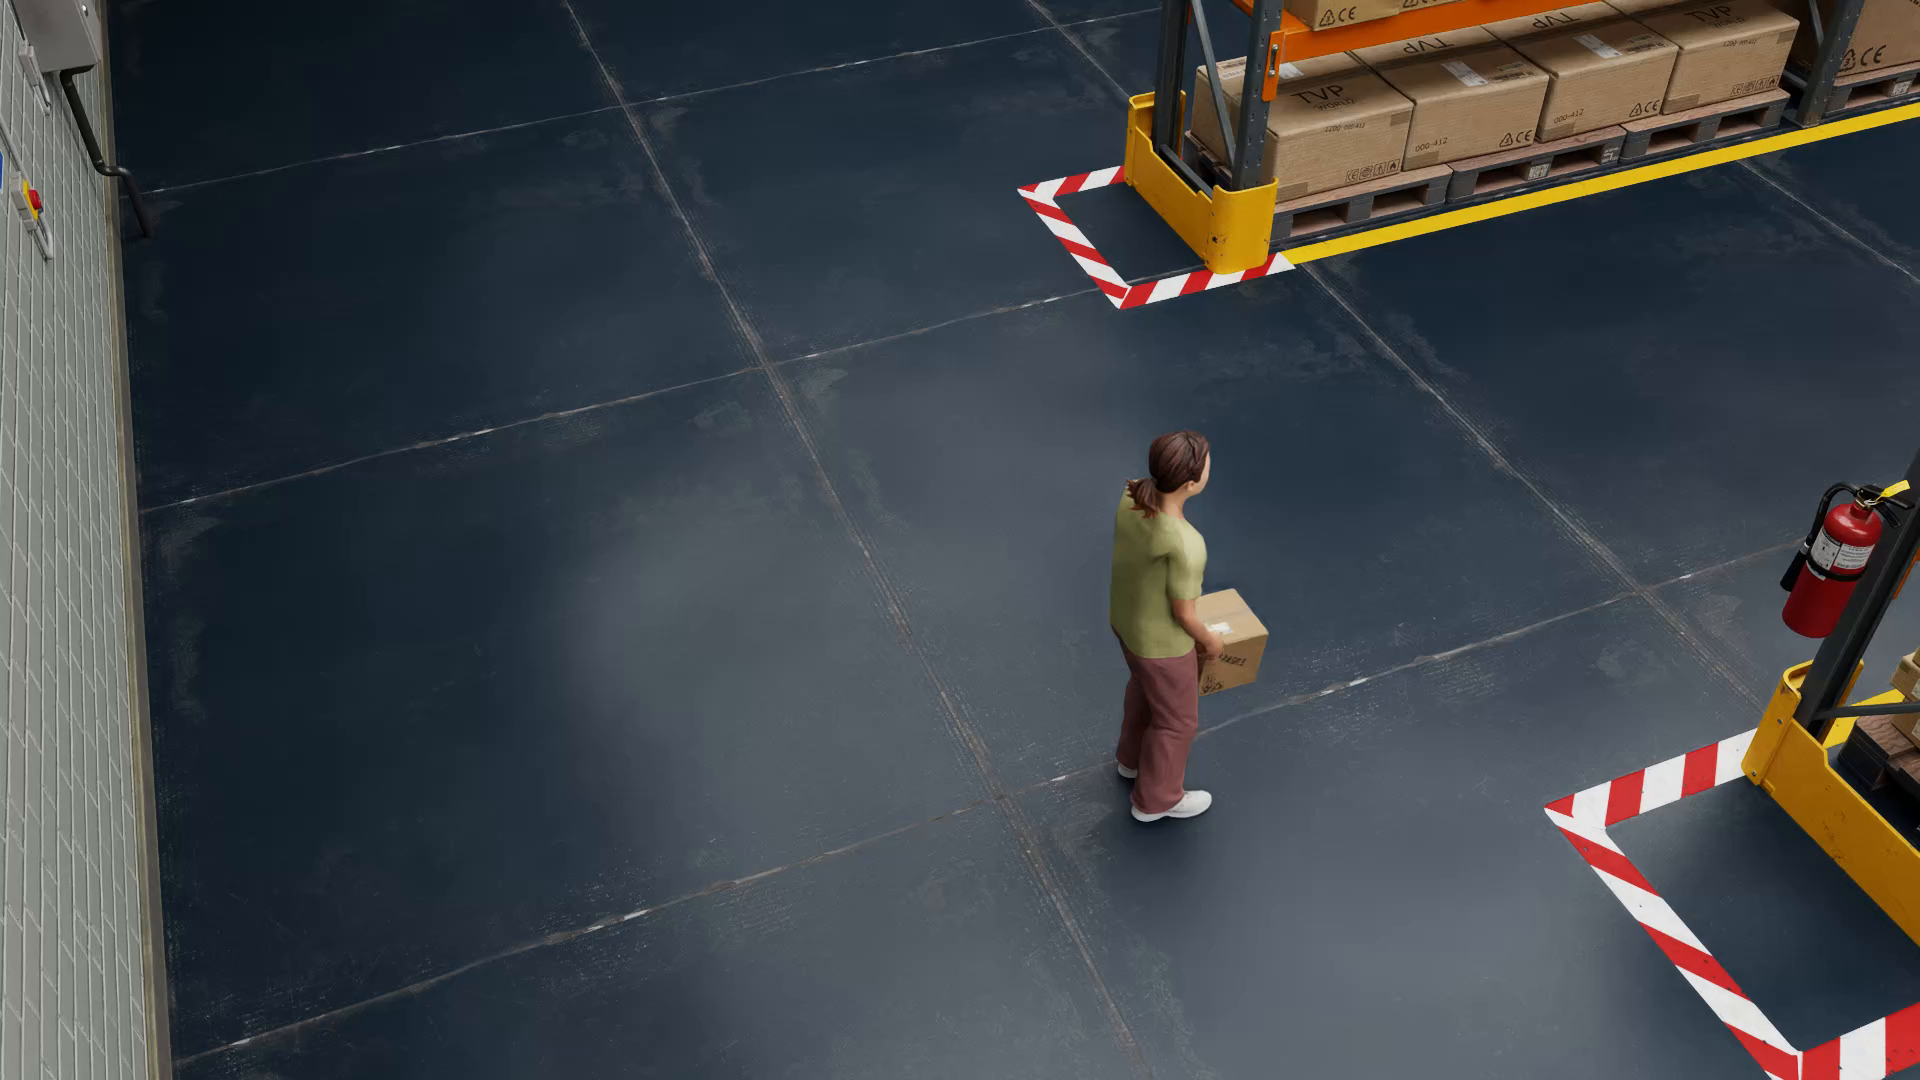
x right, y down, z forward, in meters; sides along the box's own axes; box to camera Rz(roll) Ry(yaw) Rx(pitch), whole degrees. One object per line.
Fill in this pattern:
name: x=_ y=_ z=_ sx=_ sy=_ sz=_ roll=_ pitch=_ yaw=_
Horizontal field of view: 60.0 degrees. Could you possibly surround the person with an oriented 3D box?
person: x=0.729 y=0.293 z=5.831 sx=0.414 sy=1.676 sz=0.477 roll=-16 pitch=44 yaw=-17
